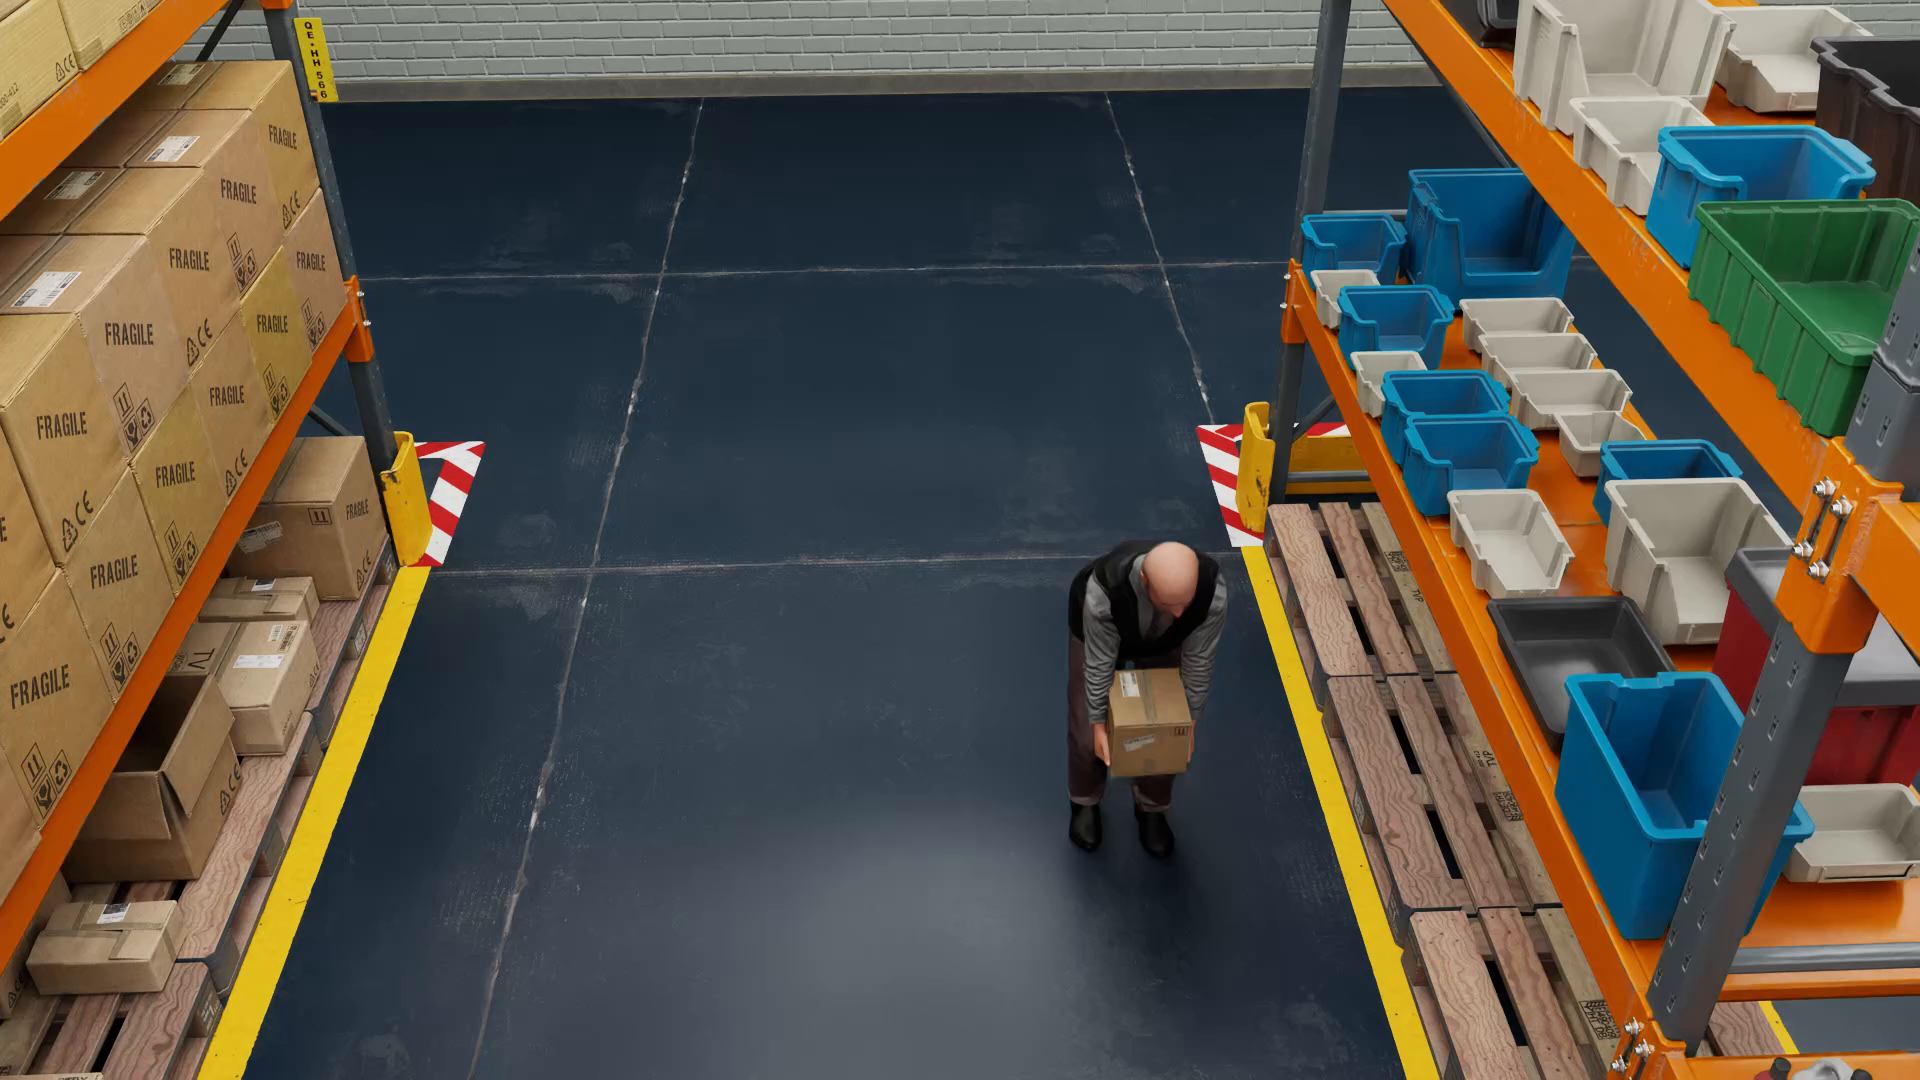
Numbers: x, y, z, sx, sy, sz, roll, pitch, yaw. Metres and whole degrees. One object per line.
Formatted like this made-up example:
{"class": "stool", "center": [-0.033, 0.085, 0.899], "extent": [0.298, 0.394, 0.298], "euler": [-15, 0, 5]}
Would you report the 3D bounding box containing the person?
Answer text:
{"class": "person", "center": [0.616, 0.493, 5.634], "extent": [0.471, 1.530, 0.750], "euler": [-2, 35, -3]}
